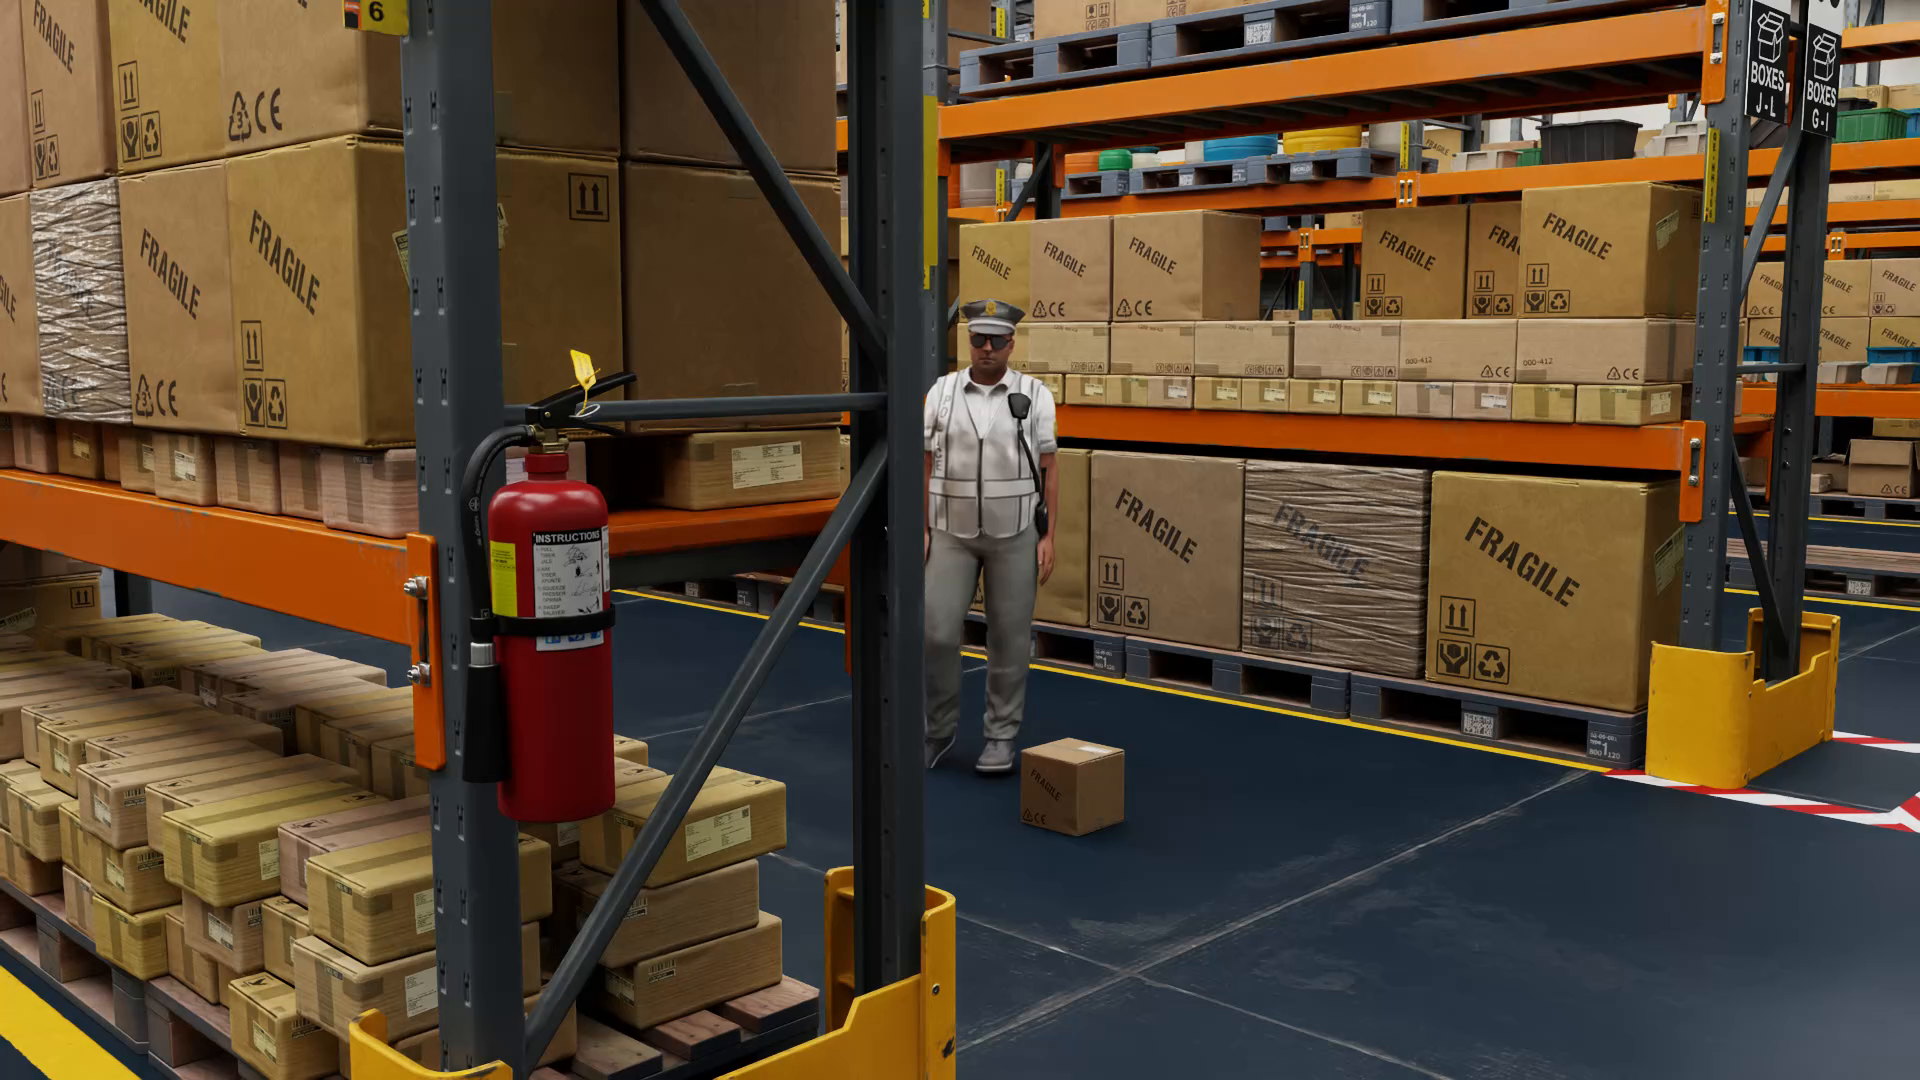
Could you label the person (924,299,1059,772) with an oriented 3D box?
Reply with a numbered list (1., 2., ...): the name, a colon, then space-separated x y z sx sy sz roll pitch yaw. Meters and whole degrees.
1. person: 0.062 0.009 6.267 0.613 1.815 0.404 1 7 6
